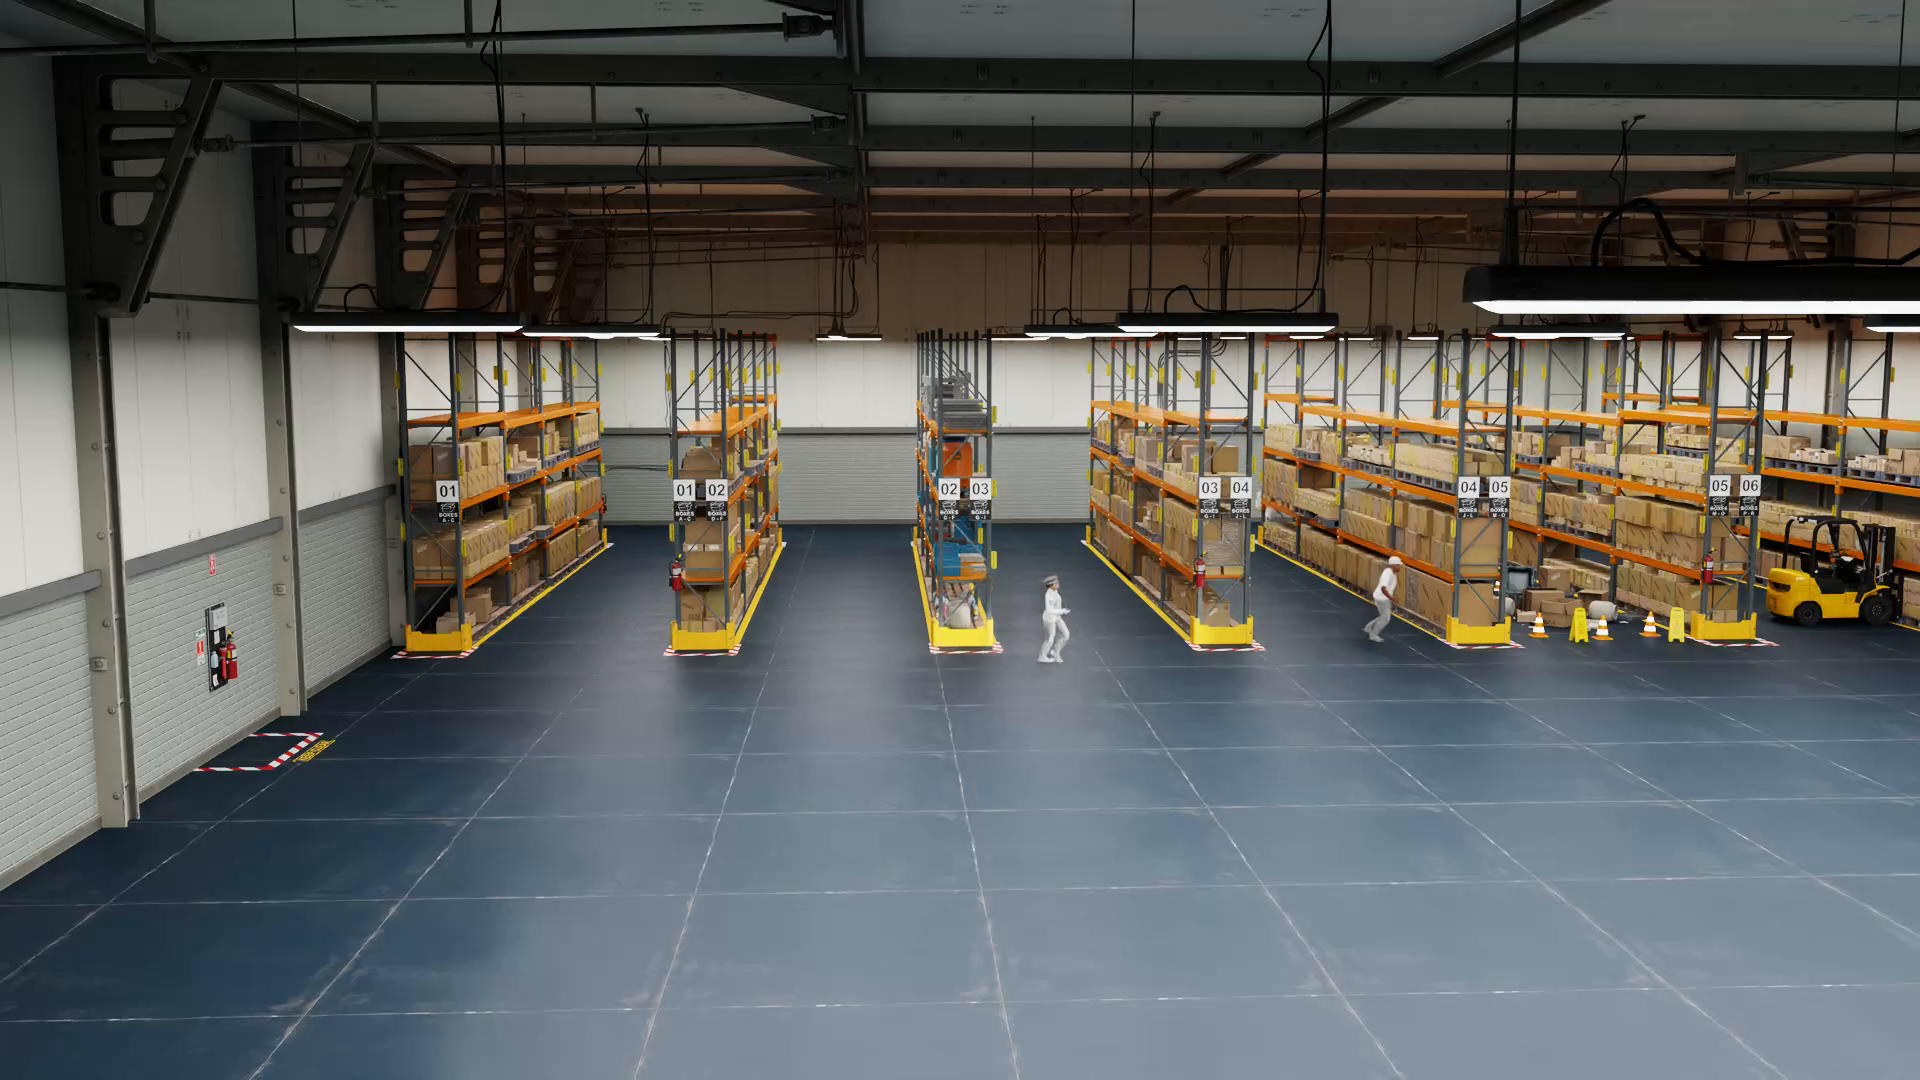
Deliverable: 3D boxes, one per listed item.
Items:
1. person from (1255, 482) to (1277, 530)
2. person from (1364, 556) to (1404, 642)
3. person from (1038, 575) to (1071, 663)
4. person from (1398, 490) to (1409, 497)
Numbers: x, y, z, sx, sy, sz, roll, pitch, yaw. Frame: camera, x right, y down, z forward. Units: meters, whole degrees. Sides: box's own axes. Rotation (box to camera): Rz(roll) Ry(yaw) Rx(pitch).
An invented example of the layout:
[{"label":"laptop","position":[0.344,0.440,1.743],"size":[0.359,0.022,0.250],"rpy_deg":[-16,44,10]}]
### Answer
[{"label":"person","position":[9.059,-0.894,49.083],"size":[0.738,1.670,0.720],"rpy_deg":[-3,7,-26]},{"label":"person","position":[8.117,1.138,31.941],"size":[0.774,1.686,0.678],"rpy_deg":[4,8,28]},{"label":"person","position":[1.663,1.431,29.598],"size":[0.689,1.651,0.673],"rpy_deg":[3,7,26]},{"label":"person","position":[13.291,-0.994,49.801],"size":[0.912,1.685,0.559],"rpy_deg":[-1,7,-11]}]
